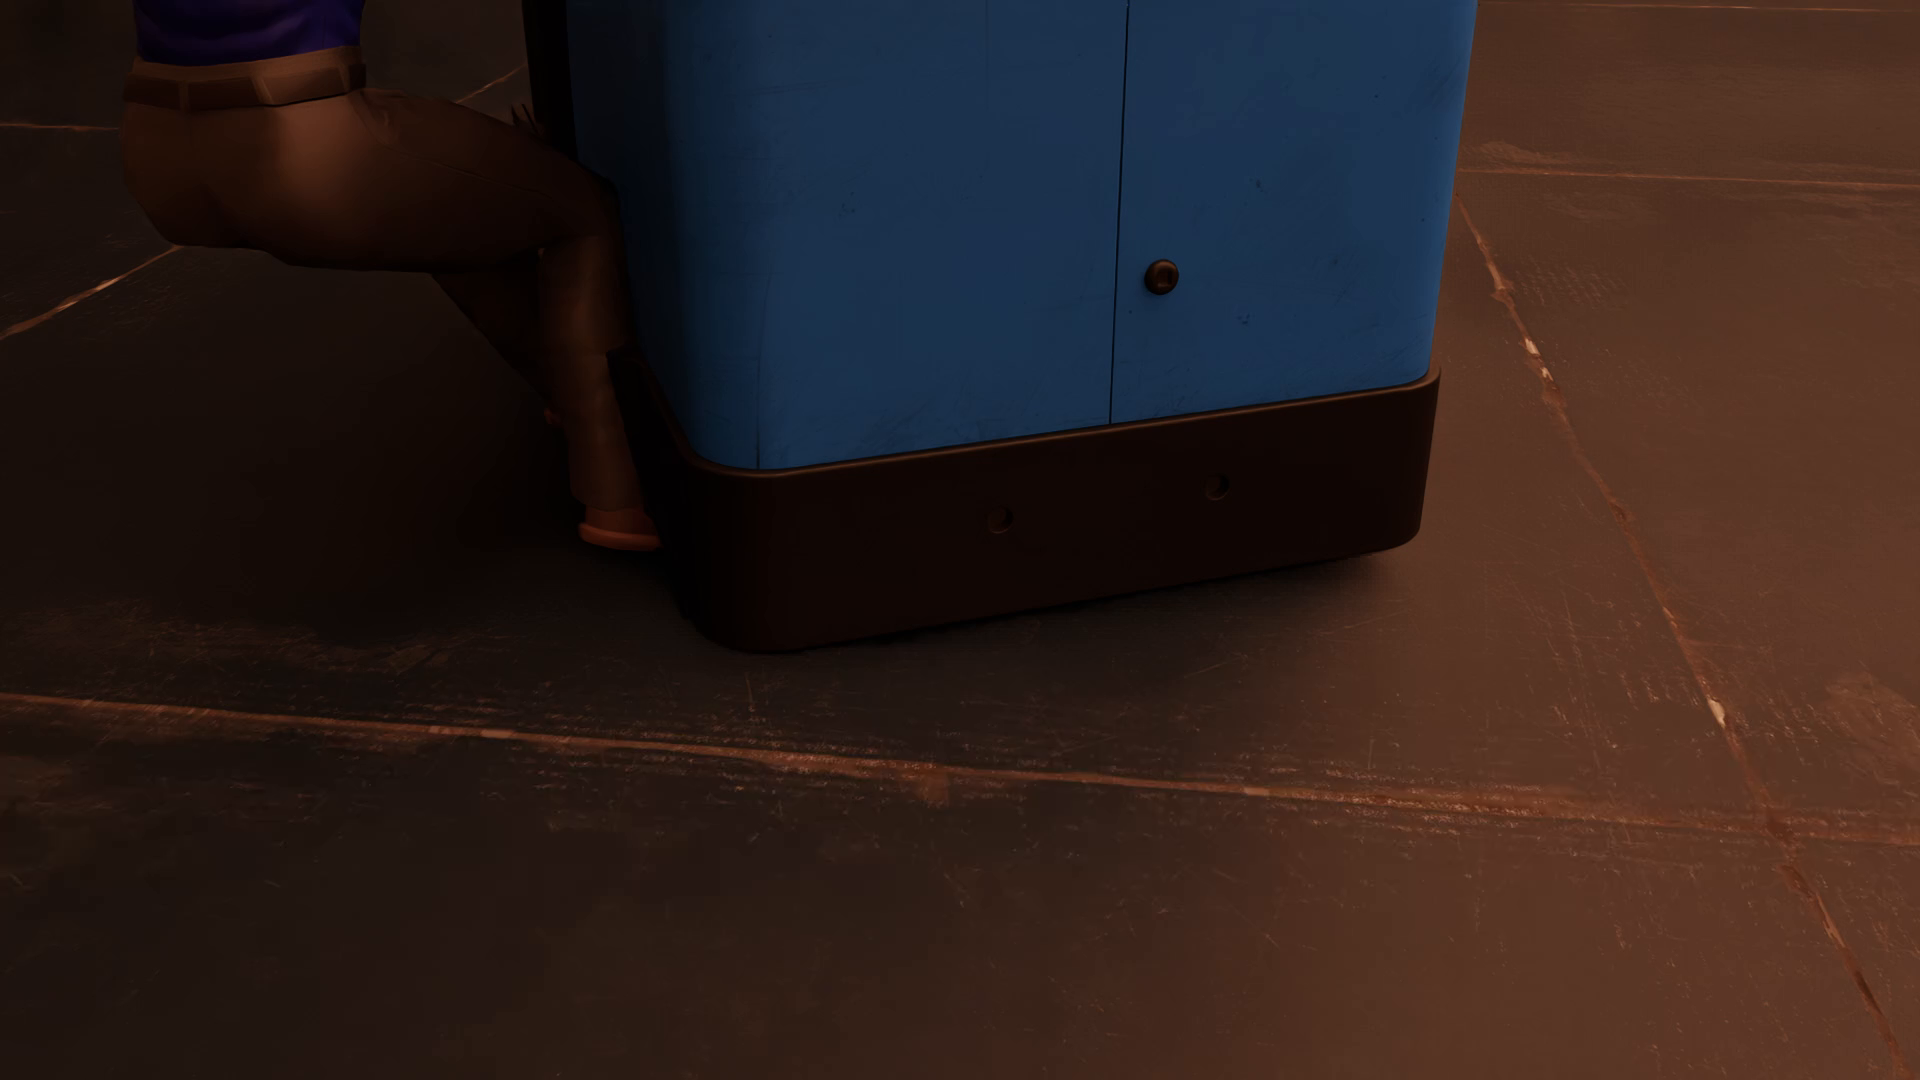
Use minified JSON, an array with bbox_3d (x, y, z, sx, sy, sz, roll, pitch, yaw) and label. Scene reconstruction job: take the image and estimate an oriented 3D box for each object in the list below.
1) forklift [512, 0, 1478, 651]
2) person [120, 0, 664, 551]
[{"bbox_3d":[-0.300,-1.811,2.846,1.130,2.935,3.031,-9,28,-17],"label":"forklift"},{"bbox_3d":[-0.844,-0.616,2.317,0.998,1.374,0.904,11,28,20],"label":"person"}]
